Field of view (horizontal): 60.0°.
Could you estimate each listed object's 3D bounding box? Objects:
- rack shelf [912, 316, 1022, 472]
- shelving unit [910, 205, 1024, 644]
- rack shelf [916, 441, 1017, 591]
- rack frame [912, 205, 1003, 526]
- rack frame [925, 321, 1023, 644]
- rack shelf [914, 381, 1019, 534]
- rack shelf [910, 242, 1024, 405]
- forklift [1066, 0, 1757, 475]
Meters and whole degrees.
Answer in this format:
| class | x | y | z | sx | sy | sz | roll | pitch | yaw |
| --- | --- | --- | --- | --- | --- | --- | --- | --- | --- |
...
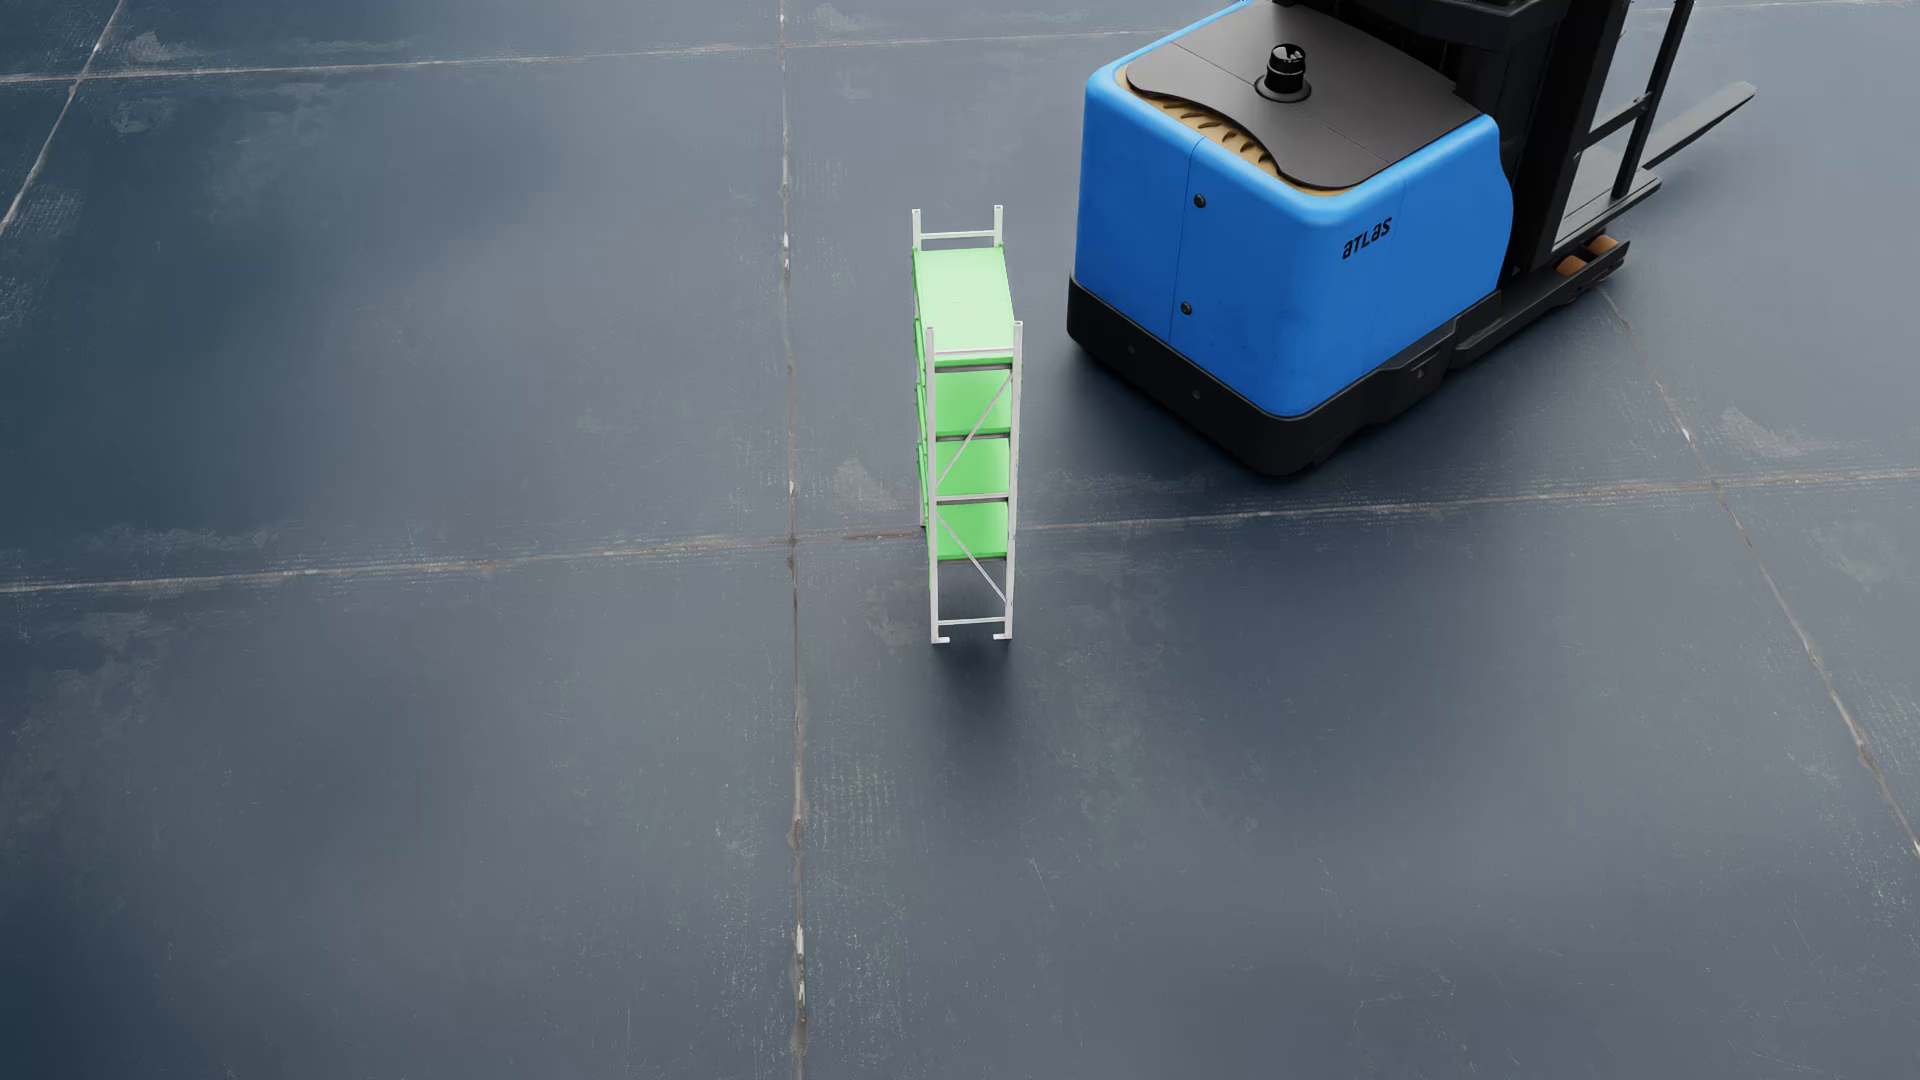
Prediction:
| class | x | y | z | sx | sy | sz | roll | pitch | yaw |
| --- | --- | --- | --- | --- | --- | --- | --- | --- | --- |
| rack shelf | 0.014 | -0.414 | 4.573 | 0.258 | 0.148 | 0.480 | -3 | 47 | -3 |
| shelving unit | 0.014 | -0.293 | 4.701 | 0.258 | 1.200 | 0.503 | -3 | 47 | -3 |
| rack shelf | 0.014 | -0.084 | 4.922 | 0.258 | 0.148 | 0.480 | -3 | 47 | -3 |
| rack frame | -0.007 | -0.469 | 4.868 | 0.240 | 1.200 | 0.015 | -3 | 47 | -3 |
| rack frame | 0.034 | -0.116 | 4.534 | 0.240 | 1.200 | 0.015 | -3 | 47 | -3 |
| rack shelf | 0.014 | -0.249 | 4.747 | 0.258 | 0.148 | 0.480 | -3 | 47 | -3 |
| rack shelf | 0.014 | -0.579 | 4.399 | 0.258 | 0.148 | 0.480 | -3 | 47 | -3 |
| forklift | 1.824 | -2.137 | 5.255 | 3.031 | 2.935 | 1.130 | -32 | 54 | -26 |
